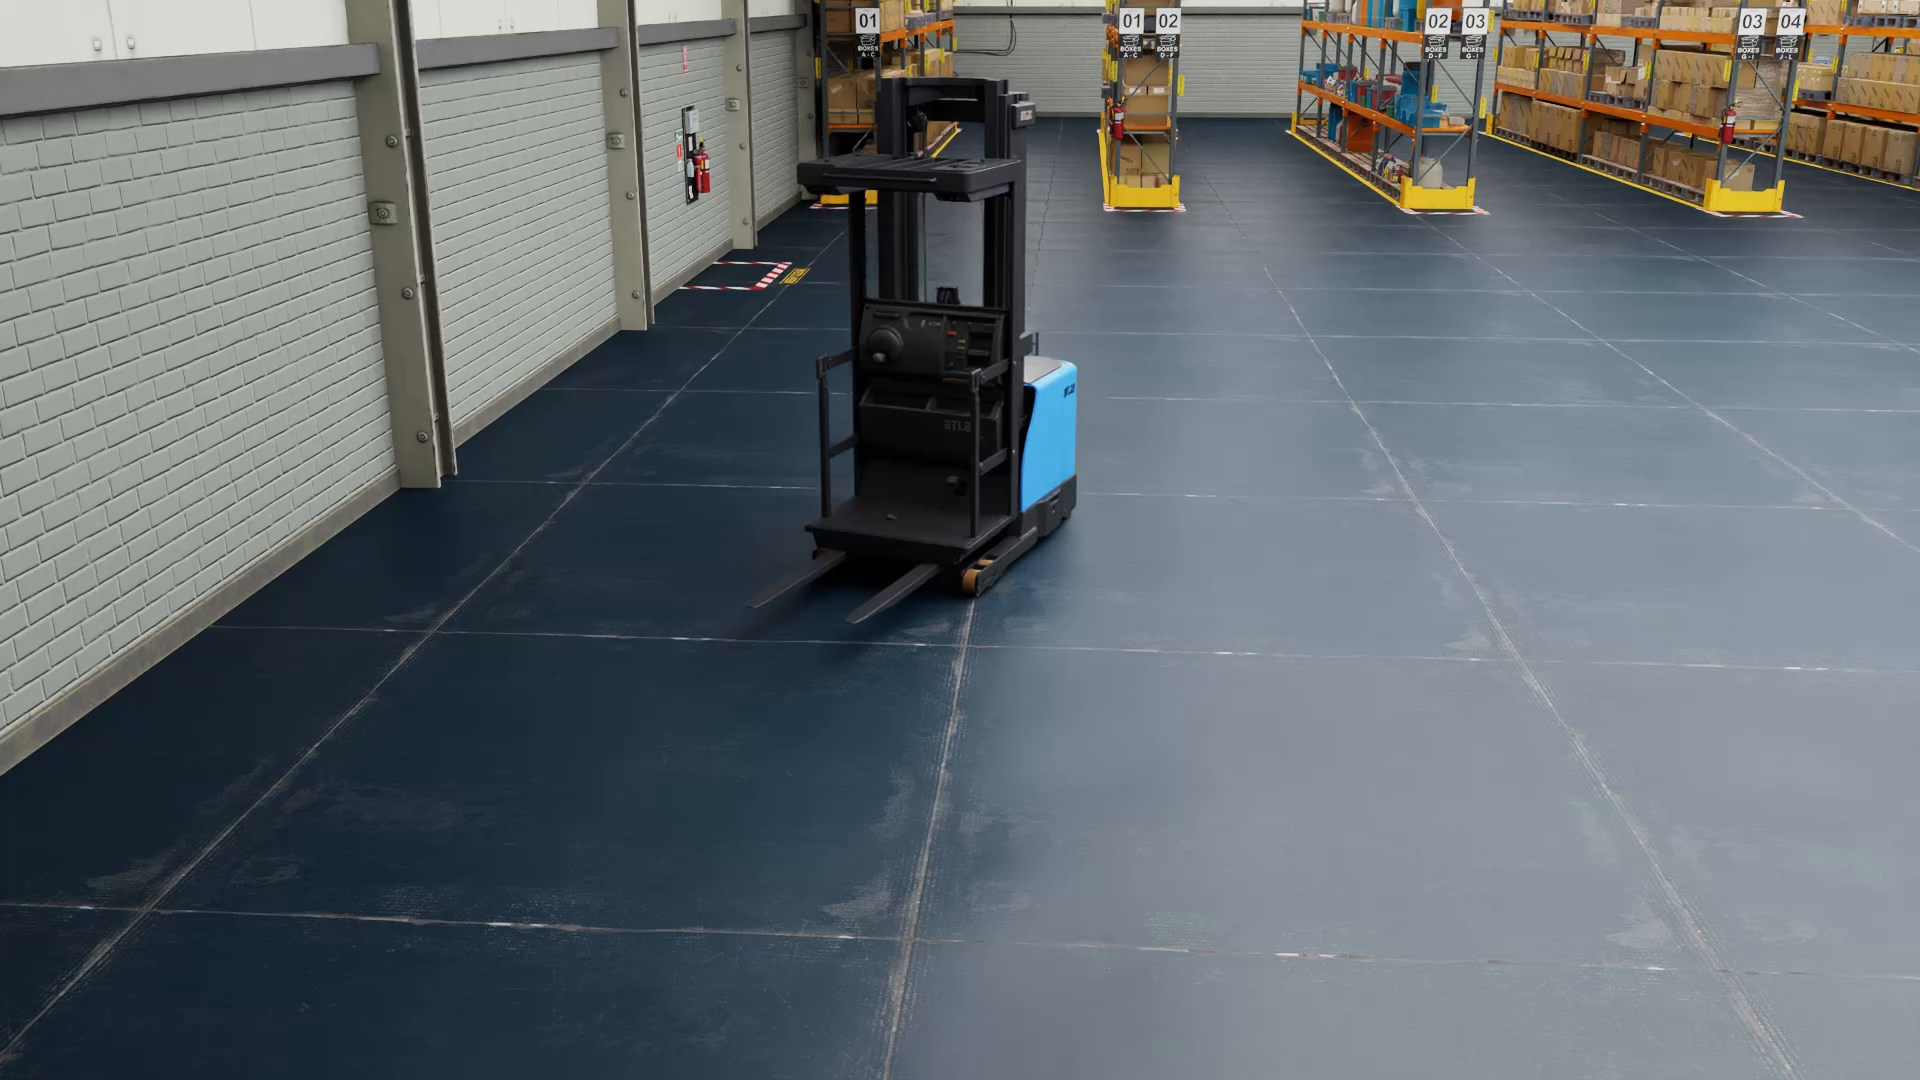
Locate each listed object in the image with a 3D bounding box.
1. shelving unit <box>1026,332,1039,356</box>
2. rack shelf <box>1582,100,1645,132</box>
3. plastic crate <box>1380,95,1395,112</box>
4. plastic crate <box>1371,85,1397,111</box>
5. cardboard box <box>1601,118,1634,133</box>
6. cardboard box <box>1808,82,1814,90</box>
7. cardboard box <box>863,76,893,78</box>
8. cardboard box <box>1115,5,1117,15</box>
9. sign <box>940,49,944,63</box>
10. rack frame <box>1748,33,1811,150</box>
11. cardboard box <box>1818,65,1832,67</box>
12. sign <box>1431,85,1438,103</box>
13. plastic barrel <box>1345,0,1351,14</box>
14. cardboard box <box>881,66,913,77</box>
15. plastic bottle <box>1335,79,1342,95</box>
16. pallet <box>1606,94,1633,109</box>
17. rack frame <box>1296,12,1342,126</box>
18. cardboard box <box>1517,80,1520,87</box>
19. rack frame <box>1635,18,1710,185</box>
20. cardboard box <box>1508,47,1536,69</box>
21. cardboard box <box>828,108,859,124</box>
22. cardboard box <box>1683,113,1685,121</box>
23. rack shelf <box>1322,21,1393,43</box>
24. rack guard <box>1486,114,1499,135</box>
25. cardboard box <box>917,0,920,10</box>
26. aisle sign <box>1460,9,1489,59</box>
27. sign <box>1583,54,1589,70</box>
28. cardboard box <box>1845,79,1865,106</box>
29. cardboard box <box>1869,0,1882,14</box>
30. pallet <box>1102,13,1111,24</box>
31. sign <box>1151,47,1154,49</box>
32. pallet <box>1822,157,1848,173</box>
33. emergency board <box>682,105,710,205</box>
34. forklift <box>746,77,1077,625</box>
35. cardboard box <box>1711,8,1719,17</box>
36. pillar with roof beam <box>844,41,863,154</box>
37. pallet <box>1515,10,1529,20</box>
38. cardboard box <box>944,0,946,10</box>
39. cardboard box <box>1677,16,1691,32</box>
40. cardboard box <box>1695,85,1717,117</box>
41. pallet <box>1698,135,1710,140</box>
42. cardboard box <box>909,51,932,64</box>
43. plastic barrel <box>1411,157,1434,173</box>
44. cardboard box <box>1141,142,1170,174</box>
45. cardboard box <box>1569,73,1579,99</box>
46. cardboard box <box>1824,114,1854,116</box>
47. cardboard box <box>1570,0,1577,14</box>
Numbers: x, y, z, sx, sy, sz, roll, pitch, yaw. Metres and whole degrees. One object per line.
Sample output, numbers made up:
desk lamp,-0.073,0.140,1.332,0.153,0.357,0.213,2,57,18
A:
shelving unit,0.394,-0.845,11.574,0.258,1.200,0.189,8,20,22
rack shelf,13.426,-8.412,32.932,1.077,0.370,4.000,1,18,4
plastic crate,8.178,-8.054,30.784,0.767,0.338,0.504,1,18,4
plastic crate,8.072,-8.431,31.732,0.402,0.464,0.583,1,18,4
cardboard box,13.552,-8.543,34.283,0.500,0.250,0.500,2,18,6
cardboard box,18.106,-9.553,34.990,0.380,0.149,0.250,1,18,4
cardboard box,-1.446,-7.811,28.949,0.500,0.500,0.500,1,18,4
cardboard box,2.975,-9.298,28.908,0.500,0.311,0.500,3,18,10
sign,-0.423,-11.452,39.324,0.100,0.325,0.005,1,18,4
rack frame,18.797,-10.475,38.073,1.000,3.000,0.127,1,18,4
cardboard box,18.850,-10.220,36.070,0.380,0.149,0.250,1,18,3
sign,8.891,-8.359,31.171,0.100,0.325,0.005,1,18,4
plastic barrel,8.606,-11.729,36.190,0.433,0.535,0.433,0,18,0
cardboard box,-1.343,-9.429,34.015,0.700,0.500,0.500,1,18,4
plastic bottle,8.368,-10.000,36.705,0.144,0.351,0.185,1,18,4
pallet,13.469,-8.668,32.867,1.003,0.211,1.213,1,18,4
rack frame,9.203,-11.970,42.636,1.000,3.000,0.127,1,18,4
cardboard box,13.643,-10.999,40.076,0.380,0.149,0.250,1,18,3
rack frame,13.283,-8.132,30.924,1.000,3.000,0.127,1,18,4
cardboard box,13.773,-11.826,40.757,0.500,0.500,0.500,1,18,2
cardboard box,-1.985,-7.309,28.622,0.500,0.250,0.500,2,18,5
cardboard box,12.901,-7.408,29.117,0.380,0.149,0.250,1,18,4
rack shelf,8.773,-11.190,36.594,1.077,0.370,4.000,1,18,4
rack guard,14.145,-10.679,42.710,1.175,0.500,0.348,1,18,4
cardboard box,-1.236,-11.878,36.670,0.700,0.500,0.500,2,18,7
aisle sign,8.343,-8.207,26.977,0.394,0.787,0.004,1,18,4
sign,13.016,-9.936,34.570,0.100,0.325,0.005,1,18,4
cardboard box,18.175,-8.989,33.377,0.500,0.500,0.500,1,18,3
cardboard box,18.203,-10.458,32.611,0.500,0.250,0.500,2,18,5
pallet,3.788,-11.652,37.151,1.213,0.211,1.003,1,18,4
sign,4.530,-11.378,38.971,0.100,0.325,0.005,1,18,4
pallet,18.378,-7.664,33.974,1.003,0.211,1.213,1,18,4
emergency board,-3.283,-4.828,20.841,0.194,1.169,0.643,1,18,4
forklift,-0.261,-1.208,9.904,1.130,2.935,3.031,8,20,22
cardboard box,12.745,-8.771,27.657,0.380,0.149,0.250,1,18,4
pillar with roof beam,2.086,-12.077,33.327,9.100,9.000,0.400,1,18,4
pallet,14.016,-12.632,39.982,1.003,0.211,1.213,1,18,4
cardboard box,-0.602,-12.917,40.114,0.500,0.250,0.500,1,18,3
cardboard box,12.916,-9.034,29.100,0.500,0.250,0.500,1,18,2
cardboard box,12.979,-7.407,28.073,0.875,0.500,0.500,1,18,4
pallet,18.984,-10.117,41.459,1.003,0.211,1.213,1,18,4
cardboard box,-0.893,-10.719,36.943,0.500,0.250,0.500,1,18,4
plastic barrel,8.063,-6.380,28.897,0.421,0.512,0.421,0,18,0
cardboard box,3.410,-6.678,29.025,0.500,0.500,0.500,1,18,4
cardboard box,13.400,-9.736,35.657,0.500,0.500,0.500,1,18,3
cardboard box,18.837,-8.967,35.607,0.500,0.250,0.500,1,18,3
cardboard box,13.695,-11.684,36.105,0.797,0.503,0.637,1,18,3
